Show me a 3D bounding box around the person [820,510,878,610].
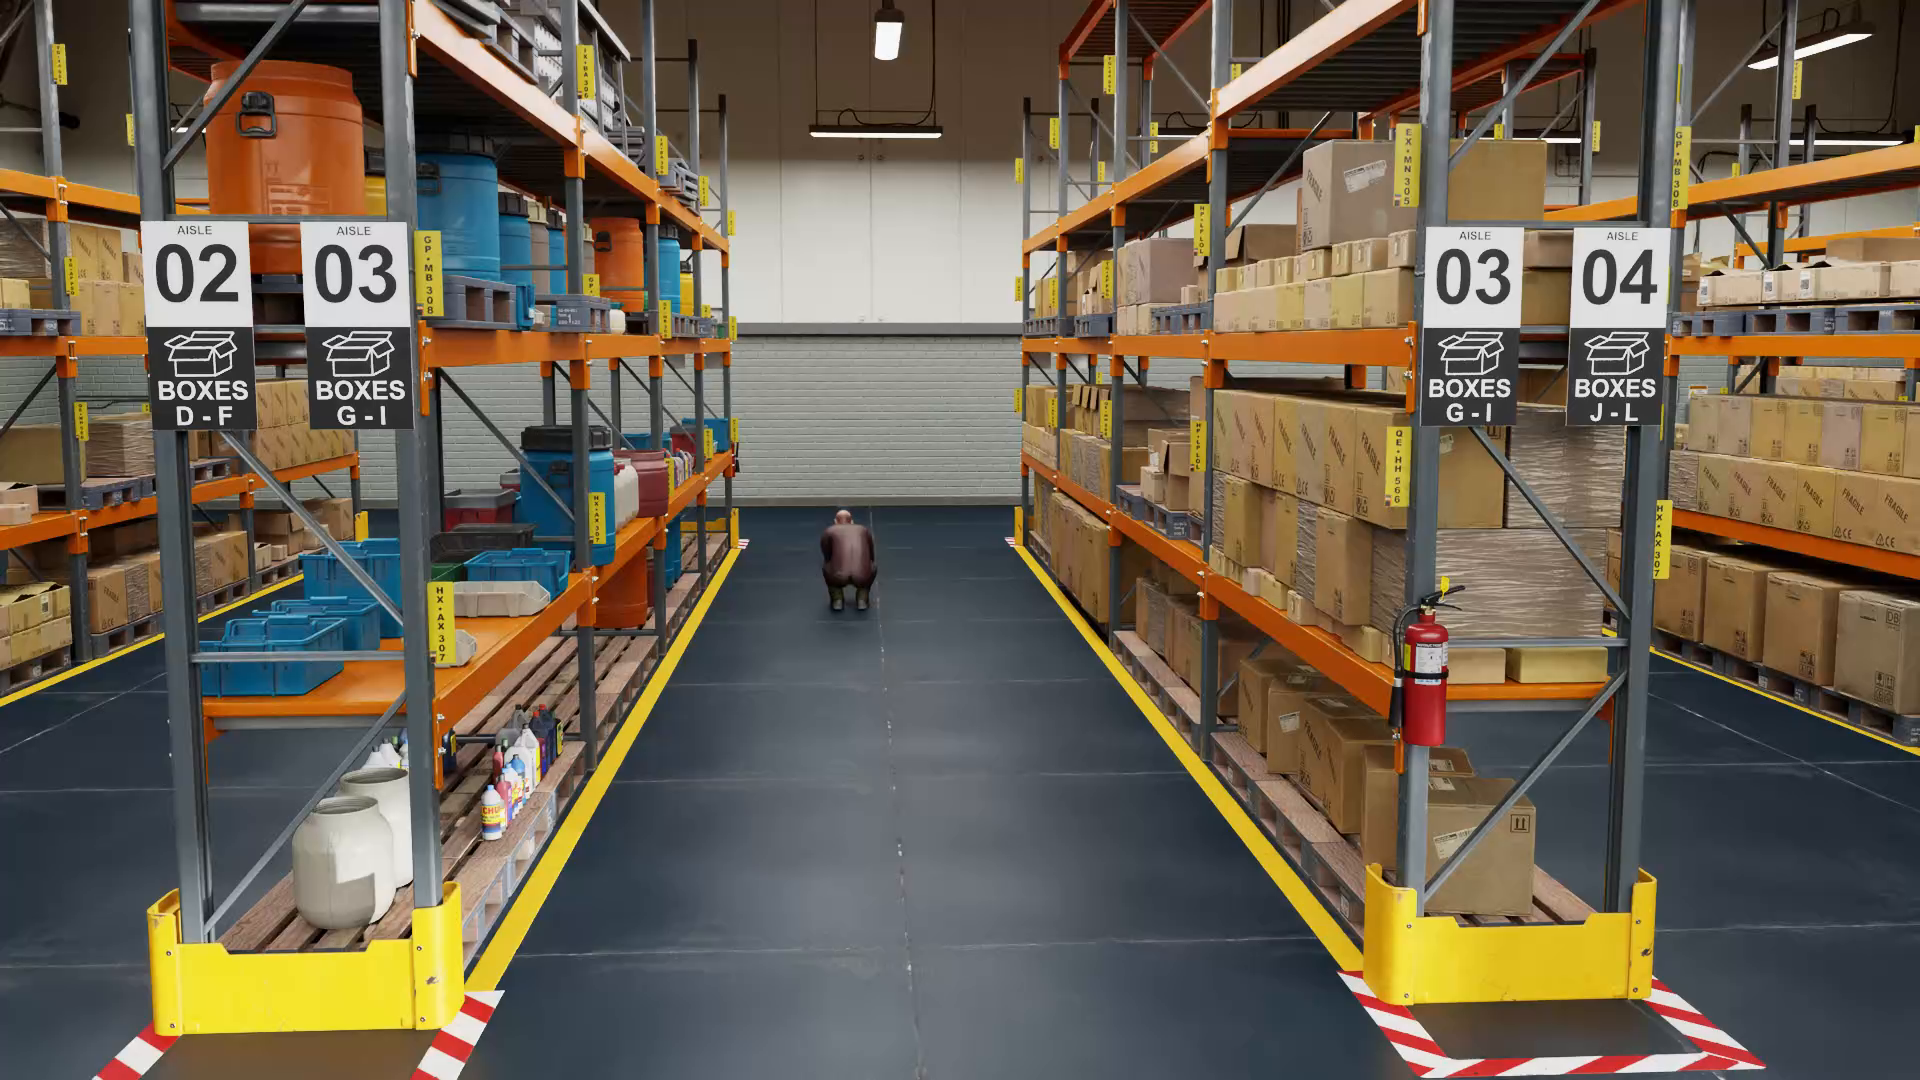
[{"bbox_3d":[-1.167,0.202,17.462,0.598,0.995,0.911,0,7,-4],"label":"person"}]
